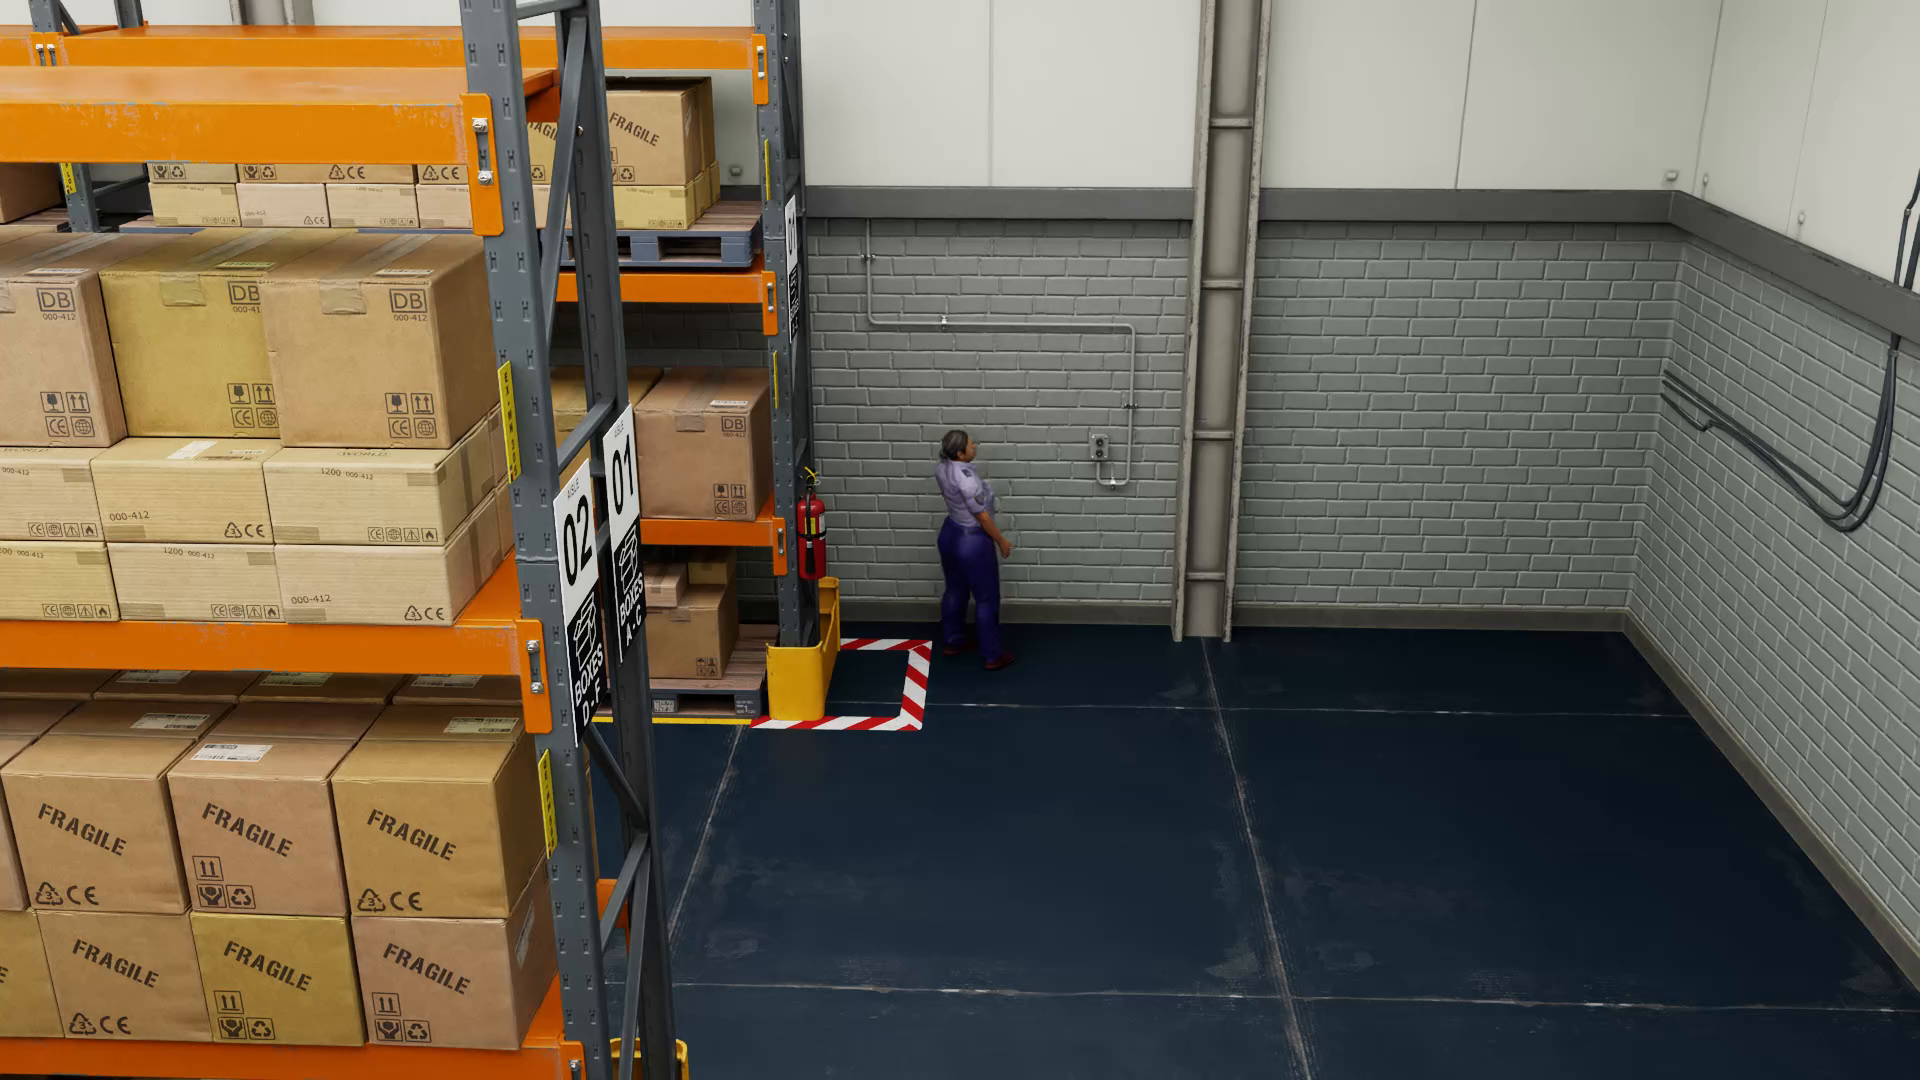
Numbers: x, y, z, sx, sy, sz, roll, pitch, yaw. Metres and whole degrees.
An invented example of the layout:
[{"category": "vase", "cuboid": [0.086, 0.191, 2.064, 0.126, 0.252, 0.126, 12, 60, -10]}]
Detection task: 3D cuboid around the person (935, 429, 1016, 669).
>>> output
[{"category": "person", "cuboid": [0.097, 0.039, 10.997, 0.489, 1.652, 0.507, -12, 24, -28]}]
